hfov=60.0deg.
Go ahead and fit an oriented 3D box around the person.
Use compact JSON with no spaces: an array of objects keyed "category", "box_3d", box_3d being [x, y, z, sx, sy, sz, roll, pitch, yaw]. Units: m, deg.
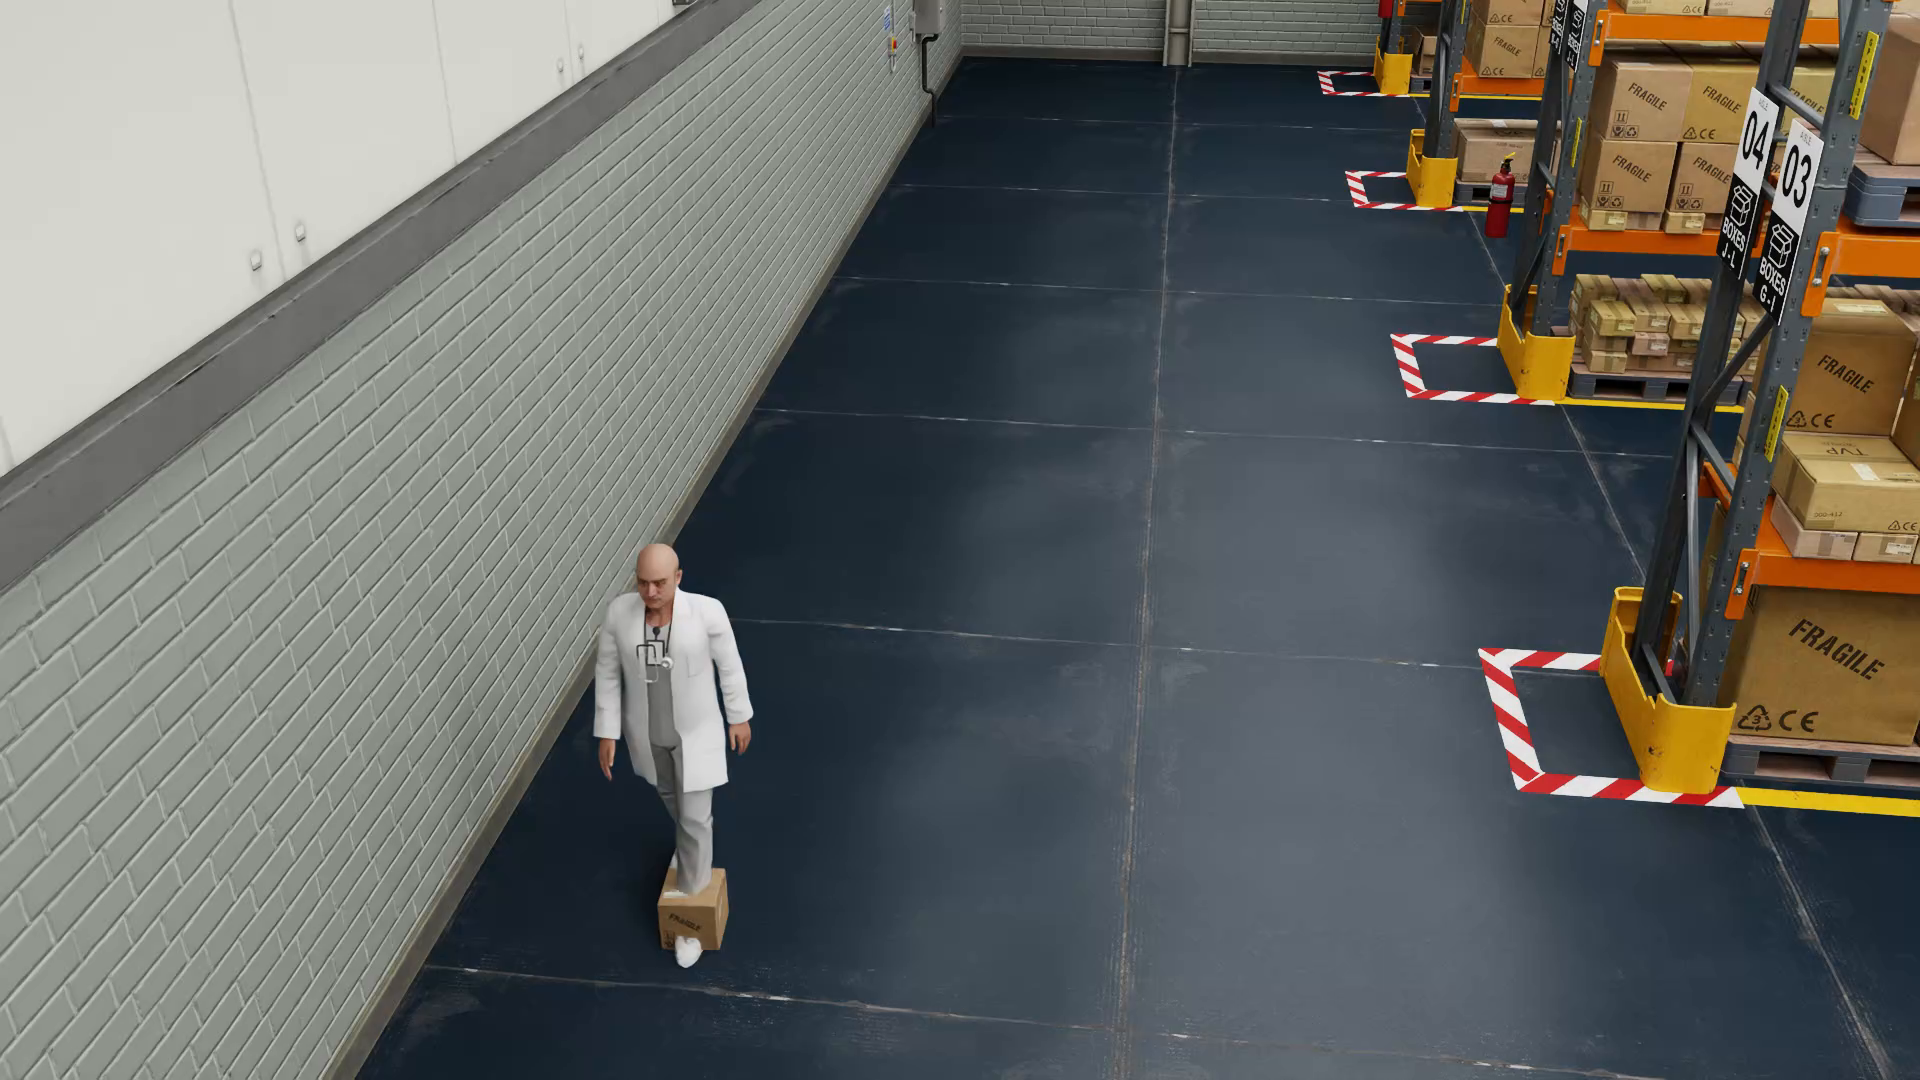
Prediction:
[{"category":"person","box_3d":[-1.229,0.833,7.095,0.616,1.807,0.843,4,28,7]}]
